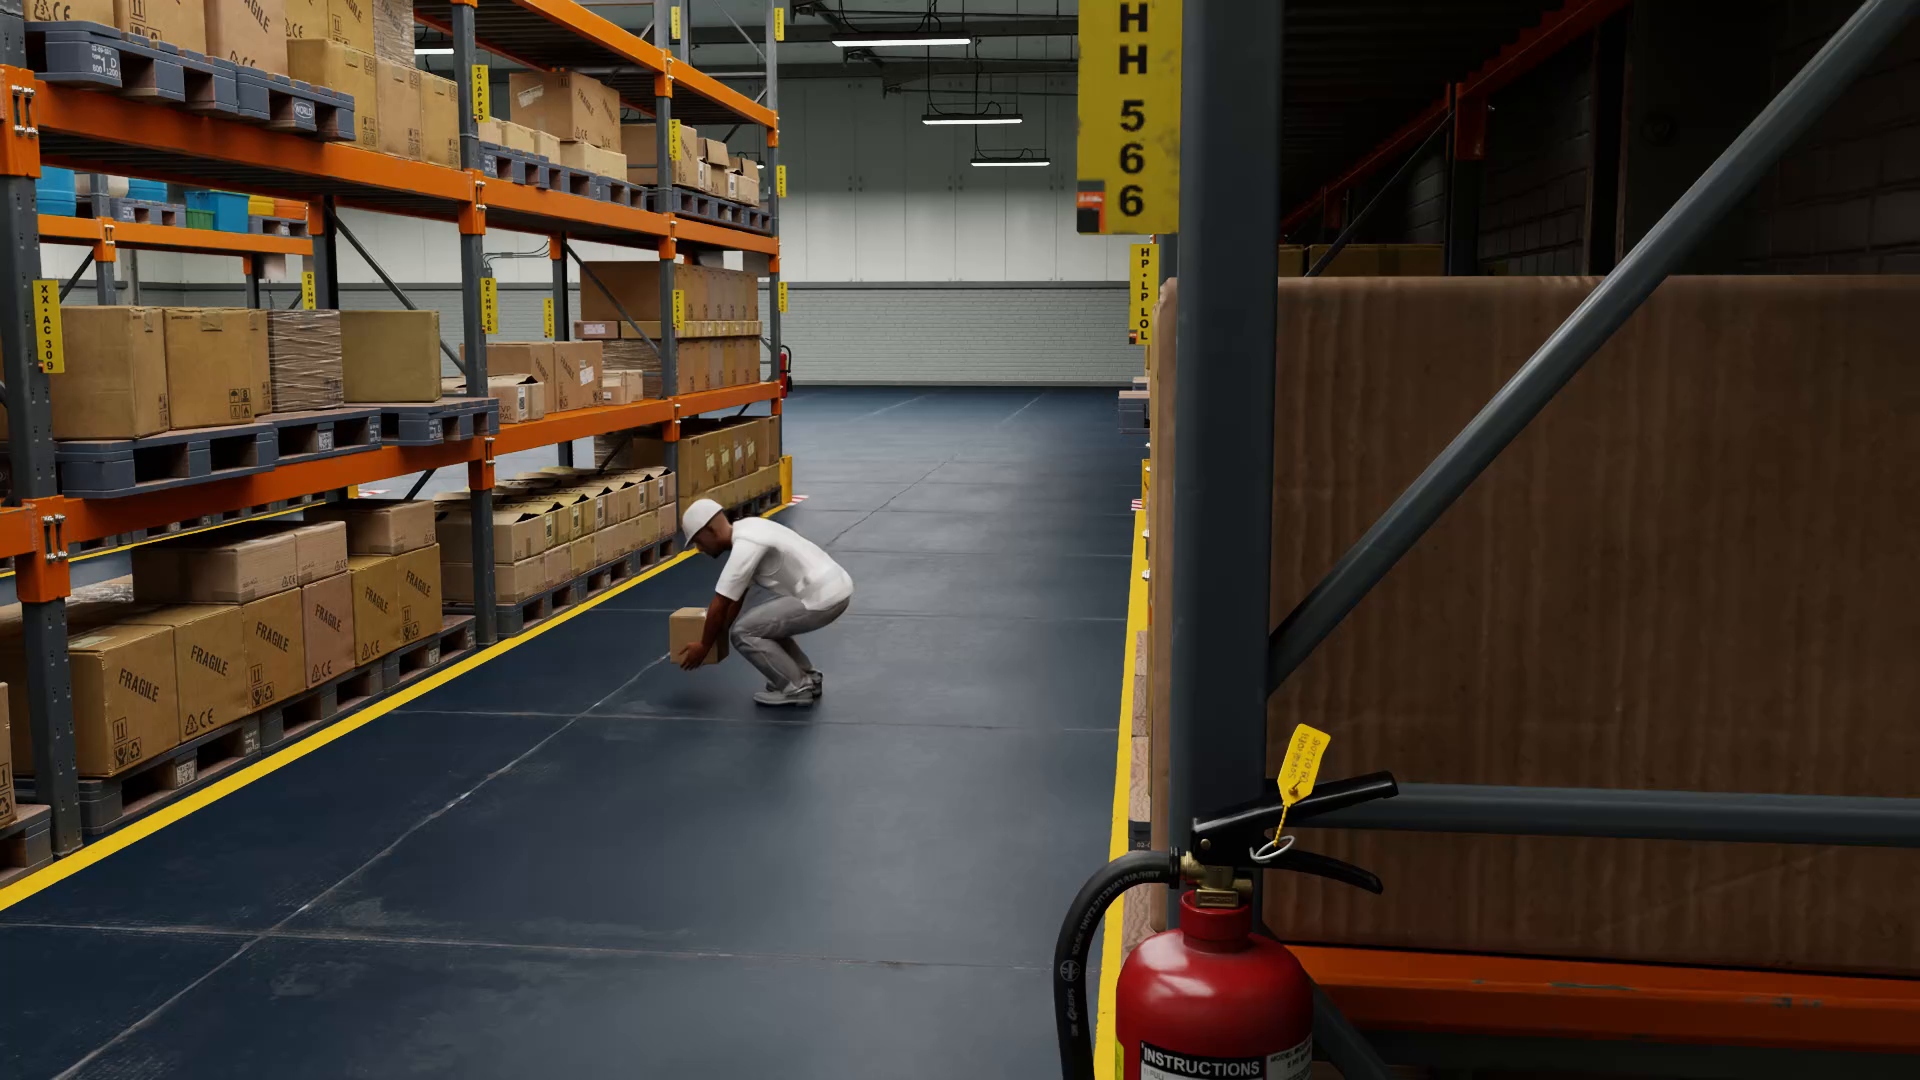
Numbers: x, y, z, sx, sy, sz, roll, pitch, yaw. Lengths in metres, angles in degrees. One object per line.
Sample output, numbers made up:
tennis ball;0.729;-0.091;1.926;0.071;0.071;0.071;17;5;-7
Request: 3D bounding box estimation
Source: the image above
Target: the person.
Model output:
person;-1.000;0.313;8.568;0.882;1.055;0.591;1;8;6
